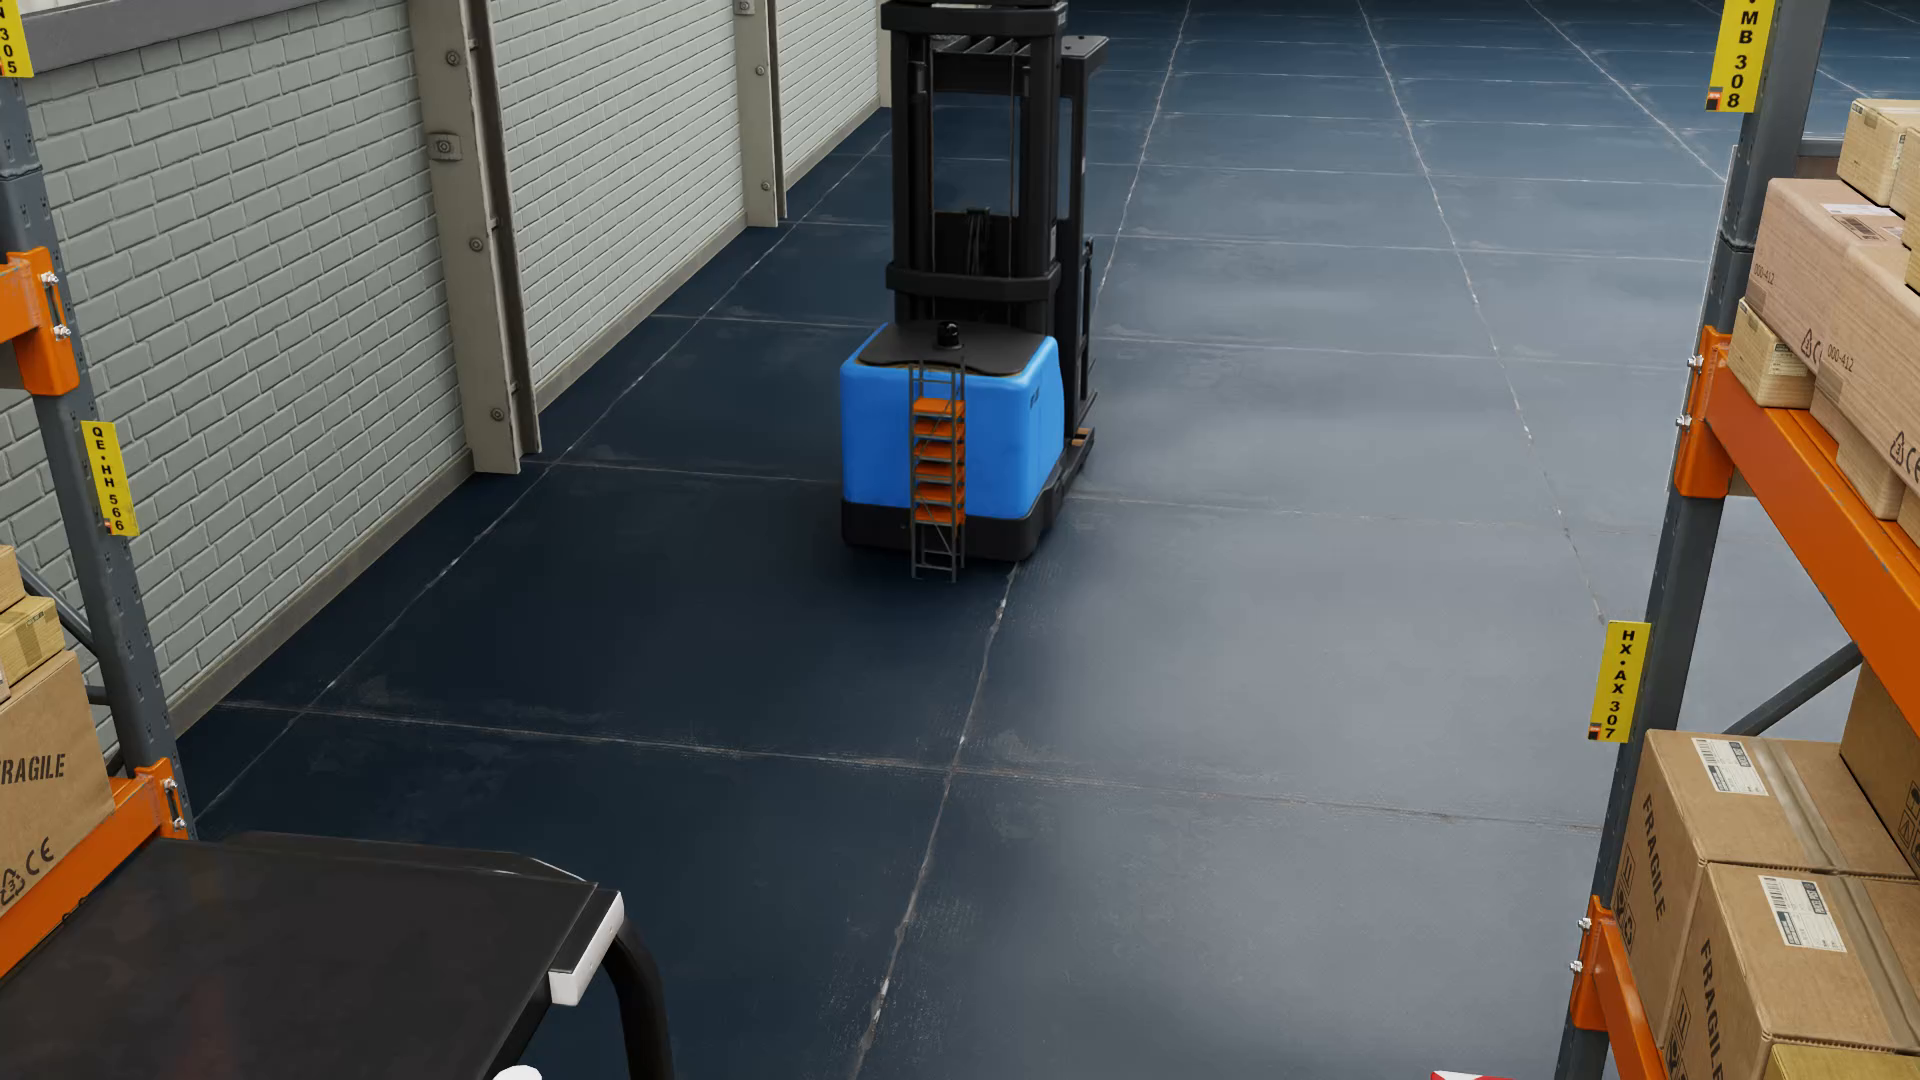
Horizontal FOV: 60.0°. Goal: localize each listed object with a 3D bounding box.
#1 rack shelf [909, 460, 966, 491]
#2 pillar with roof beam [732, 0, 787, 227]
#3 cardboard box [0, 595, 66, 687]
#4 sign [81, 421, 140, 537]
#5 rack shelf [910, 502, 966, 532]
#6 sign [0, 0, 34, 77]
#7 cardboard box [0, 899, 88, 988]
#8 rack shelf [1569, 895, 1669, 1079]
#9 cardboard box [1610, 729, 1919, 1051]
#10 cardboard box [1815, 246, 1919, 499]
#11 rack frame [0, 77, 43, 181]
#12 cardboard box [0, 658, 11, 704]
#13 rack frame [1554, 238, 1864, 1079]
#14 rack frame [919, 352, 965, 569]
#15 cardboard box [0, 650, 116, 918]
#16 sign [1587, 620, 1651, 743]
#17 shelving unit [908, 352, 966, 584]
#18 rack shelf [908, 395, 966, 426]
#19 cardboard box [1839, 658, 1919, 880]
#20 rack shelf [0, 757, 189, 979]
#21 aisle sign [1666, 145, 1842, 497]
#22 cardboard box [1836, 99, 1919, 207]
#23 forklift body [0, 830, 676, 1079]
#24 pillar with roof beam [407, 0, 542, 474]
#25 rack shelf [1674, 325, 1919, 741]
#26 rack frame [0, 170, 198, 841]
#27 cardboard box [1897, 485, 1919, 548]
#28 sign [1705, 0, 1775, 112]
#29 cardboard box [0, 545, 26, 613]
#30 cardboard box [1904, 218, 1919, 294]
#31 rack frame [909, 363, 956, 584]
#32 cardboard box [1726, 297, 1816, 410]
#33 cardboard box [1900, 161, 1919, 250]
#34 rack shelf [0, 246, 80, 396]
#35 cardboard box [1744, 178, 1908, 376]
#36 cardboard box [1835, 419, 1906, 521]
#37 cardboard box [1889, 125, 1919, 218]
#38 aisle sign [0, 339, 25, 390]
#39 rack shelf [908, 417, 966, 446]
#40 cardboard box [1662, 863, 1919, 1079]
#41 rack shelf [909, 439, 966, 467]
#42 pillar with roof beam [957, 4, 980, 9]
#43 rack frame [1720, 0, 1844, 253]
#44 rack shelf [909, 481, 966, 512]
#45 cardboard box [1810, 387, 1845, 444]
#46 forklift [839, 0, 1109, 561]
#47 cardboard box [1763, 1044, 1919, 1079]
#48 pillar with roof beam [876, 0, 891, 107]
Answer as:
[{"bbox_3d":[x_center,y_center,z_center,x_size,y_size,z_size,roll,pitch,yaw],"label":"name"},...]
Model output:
[{"bbox_3d":[-0.116,-0.323,8.629,0.258,0.103,0.180,6,26,13],"label":"rack shelf"},{"bbox_3d":[2.416,-6.781,13.123,9.100,9.000,0.400,4,25,9],"label":"pillar with roof beam"},{"bbox_3d":[-2.569,0.253,4.288,0.380,0.149,0.250,4,25,9],"label":"cardboard box"},{"bbox_3d":[-2.256,-0.161,4.410,0.100,0.325,0.005,4,25,9],"label":"sign"},{"bbox_3d":[-0.116,-0.105,8.731,0.258,0.103,0.180,6,26,13],"label":"rack shelf"},{"bbox_3d":[-2.256,-1.253,3.899,0.100,0.325,0.005,4,25,9],"label":"sign"},{"bbox_3d":[-2.556,1.244,4.623,0.500,0.250,0.500,5,26,10],"label":"cardboard box"},{"bbox_3d":[1.782,1.932,2.432,1.077,0.370,4.000,4,25,9],"label":"rack shelf"},{"bbox_3d":[1.758,0.769,3.601,0.500,0.500,0.500,4,25,8],"label":"cardboard box"},{"bbox_3d":[1.672,-0.254,2.541,0.500,0.250,0.500,4,25,8],"label":"cardboard box"},{"bbox_3d":[-2.789,-2.290,3.527,1.000,3.000,0.127,4,25,9],"label":"rack frame"},{"bbox_3d":[-2.582,0.362,4.056,0.380,0.149,0.250,4,25,9],"label":"cardboard box"},{"bbox_3d":[2.109,0.770,4.067,1.000,3.000,0.127,4,25,9],"label":"rack frame"},{"bbox_3d":[-0.093,-0.400,8.690,0.240,1.200,0.006,6,26,13],"label":"rack frame"},{"bbox_3d":[-2.610,0.606,4.299,0.500,0.500,0.500,3,25,7],"label":"cardboard box"},{"bbox_3d":[1.573,0.340,3.964,0.100,0.325,0.005,4,25,9],"label":"sign"},{"bbox_3d":[-0.116,-0.363,8.610,0.258,1.200,0.189,6,26,13],"label":"shelving unit"},{"bbox_3d":[-0.116,-0.649,8.476,0.258,0.103,0.180,6,26,13],"label":"rack shelf"},{"bbox_3d":[2.241,0.366,3.282,0.700,0.500,0.500,3,25,7],"label":"cardboard box"},{"bbox_3d":[-3.116,1.590,3.164,1.077,0.370,4.000,4,25,9],"label":"rack shelf"},{"bbox_3d":[1.813,-0.455,3.617,0.394,0.787,0.004,4,25,9],"label":"aisle sign"},{"bbox_3d":[1.849,-0.702,3.028,0.380,0.149,0.250,4,25,8],"label":"cardboard box"},{"bbox_3d":[-1.299,1.731,3.014,2.313,2.155,1.214,4,25,9],"label":"forklift body"},{"bbox_3d":[1.436,-4.272,7.762,9.100,9.000,0.400,4,25,9],"label":"pillar with roof beam"},{"bbox_3d":[1.782,0.574,1.797,1.077,0.370,4.000,4,25,9],"label":"rack shelf"},{"bbox_3d":[-2.789,0.428,4.798,1.000,3.000,0.127,4,25,9],"label":"rack frame"},{"bbox_3d":[1.686,-0.029,2.532,0.380,0.149,0.250,4,25,8],"label":"cardboard box"},{"bbox_3d":[1.573,-1.022,3.326,0.100,0.325,0.005,4,25,9],"label":"sign"},{"bbox_3d":[-2.639,0.118,4.225,0.380,0.149,0.250,4,25,9],"label":"cardboard box"},{"bbox_3d":[1.608,-0.395,2.373,0.380,0.149,0.250,4,25,8],"label":"cardboard box"},{"bbox_3d":[-0.139,-0.325,8.530,0.240,1.200,0.006,6,26,13],"label":"rack frame"},{"bbox_3d":[1.734,-0.359,3.236,0.380,0.149,0.250,4,25,9],"label":"cardboard box"},{"bbox_3d":[1.722,-0.495,2.586,0.380,0.149,0.250,4,25,8],"label":"cardboard box"},{"bbox_3d":[-3.116,0.231,2.528,1.077,0.370,4.000,4,25,9],"label":"rack shelf"},{"bbox_3d":[1.764,-0.464,2.990,0.500,0.250,0.500,4,25,8],"label":"cardboard box"},{"bbox_3d":[1.703,-0.134,2.756,0.380,0.149,0.250,5,25,10],"label":"cardboard box"},{"bbox_3d":[1.824,-0.595,2.800,0.380,0.149,0.250,4,25,8],"label":"cardboard box"},{"bbox_3d":[-2.488,-0.757,4.262,0.394,0.787,0.004,4,25,9],"label":"aisle sign"},{"bbox_3d":[-0.116,-0.540,8.527,0.258,0.103,0.180,6,26,13],"label":"rack shelf"},{"bbox_3d":[1.676,0.986,3.137,0.500,0.500,0.500,5,26,10],"label":"cardboard box"},{"bbox_3d":[-0.116,-0.431,8.578,0.258,0.103,0.180,6,26,13],"label":"rack shelf"},{"bbox_3d":[4.378,-11.800,23.845,9.100,9.000,0.400,4,25,9],"label":"pillar with roof beam"},{"bbox_3d":[2.109,-1.947,2.795,1.000,3.000,0.127,4,25,9],"label":"rack frame"},{"bbox_3d":[-0.116,-0.214,8.680,0.258,0.103,0.180,6,26,13],"label":"rack shelf"},{"bbox_3d":[1.780,-0.243,2.988,0.380,0.149,0.250,3,25,7],"label":"cardboard box"},{"bbox_3d":[0.219,-1.816,9.673,1.130,2.935,3.031,6,26,13],"label":"forklift"},{"bbox_3d":[1.594,1.199,2.682,0.500,0.500,0.500,4,25,7],"label":"cardboard box"},{"bbox_3d":[3.397,-9.291,18.484,9.100,9.000,0.400,4,25,9],"label":"pillar with roof beam"}]
